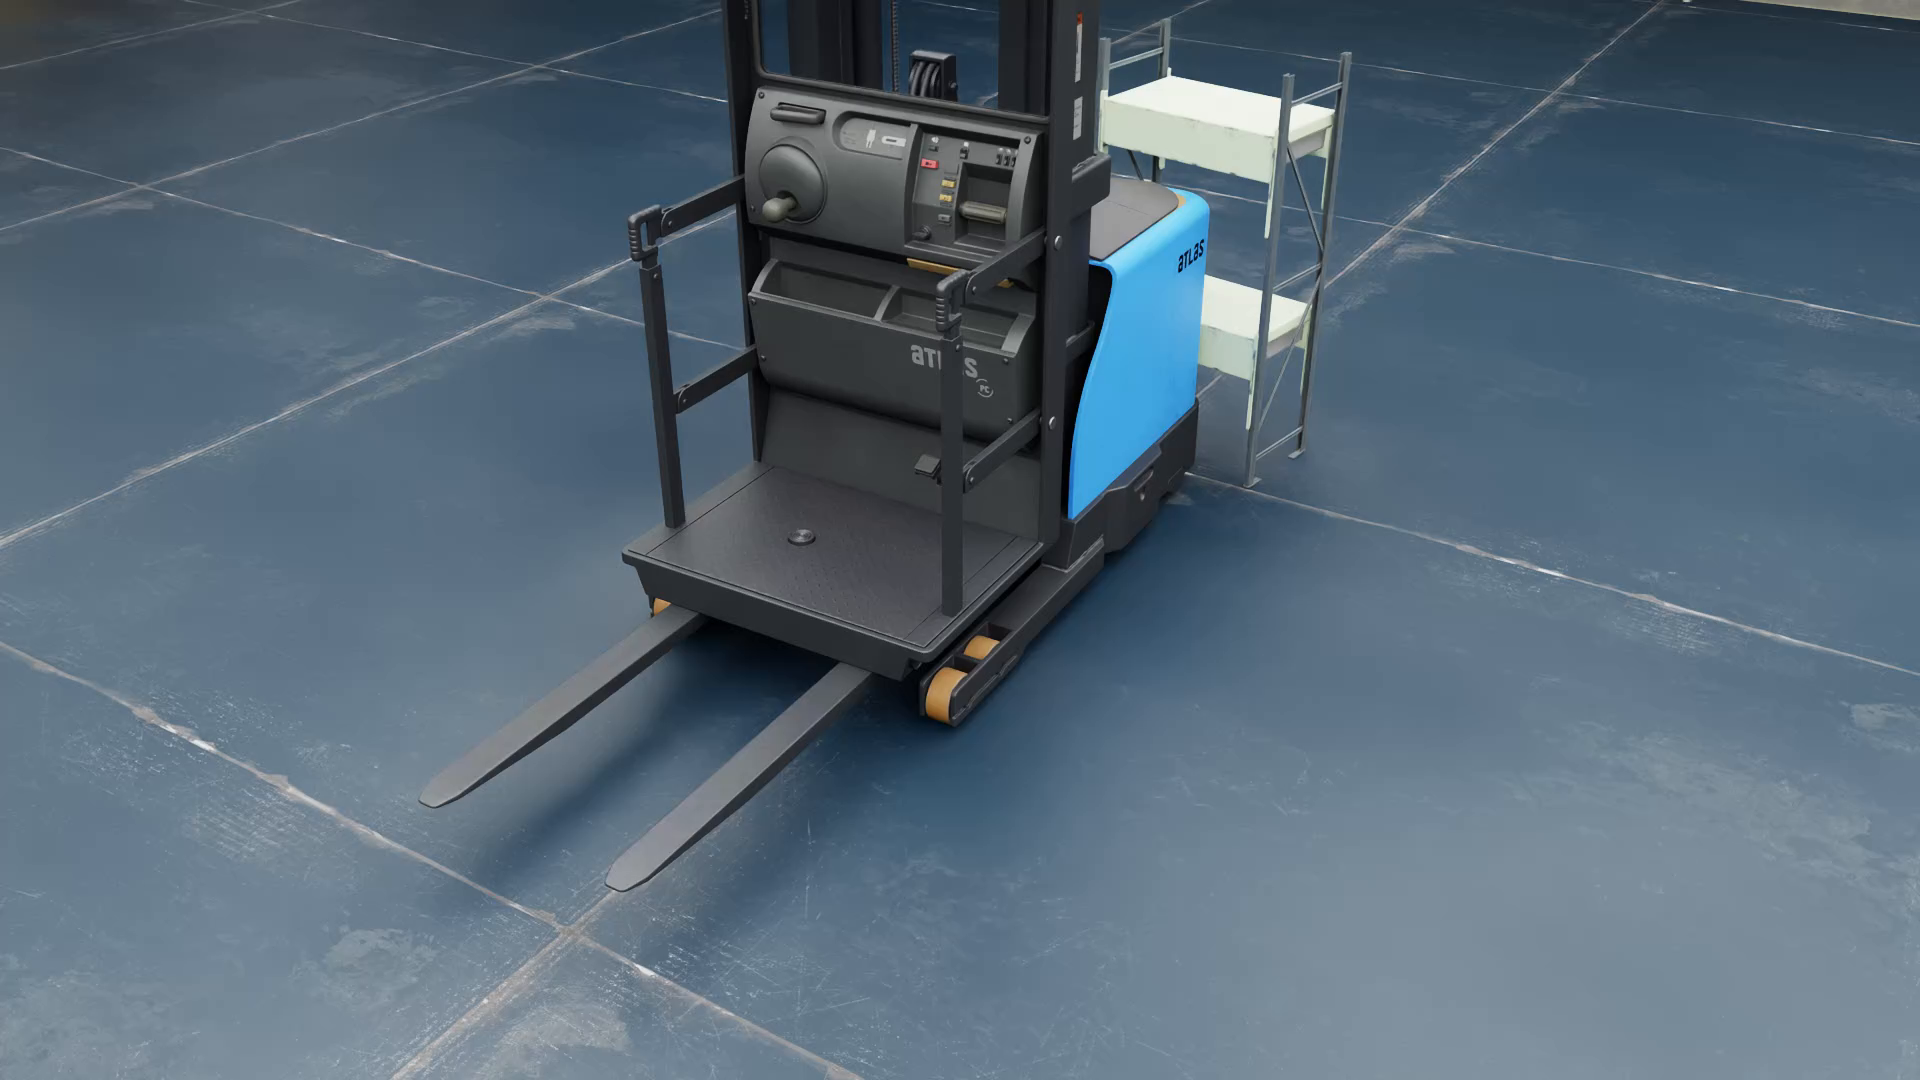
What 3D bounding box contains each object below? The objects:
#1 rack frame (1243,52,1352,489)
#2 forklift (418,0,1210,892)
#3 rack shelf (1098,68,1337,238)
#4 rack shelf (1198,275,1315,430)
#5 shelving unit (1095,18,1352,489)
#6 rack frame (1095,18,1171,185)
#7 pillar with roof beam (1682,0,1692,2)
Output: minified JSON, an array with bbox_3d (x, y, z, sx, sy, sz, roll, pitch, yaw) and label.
[{"bbox_3d":[1.174,-0.912,5.825,0.023,1.500,0.400,24,38,35],"label":"rack frame"},{"bbox_3d":[-0.316,-0.993,4.544,1.130,2.935,3.031,16,34,26],"label":"forklift"},{"bbox_3d":[0.898,-1.370,5.836,0.720,0.370,0.431,24,38,35],"label":"rack shelf"},{"bbox_3d":[0.898,-0.751,6.196,0.720,0.370,0.431,24,38,35],"label":"rack shelf"},{"bbox_3d":[0.898,-1.033,6.032,0.755,1.500,0.431,24,38,35],"label":"shelving unit"},{"bbox_3d":[0.621,-1.154,6.240,0.023,1.500,0.400,24,38,35],"label":"rack frame"},{"bbox_3d":[3.291,-6.341,7.690,0.400,9.000,9.100,18,35,27],"label":"pillar with roof beam"}]
